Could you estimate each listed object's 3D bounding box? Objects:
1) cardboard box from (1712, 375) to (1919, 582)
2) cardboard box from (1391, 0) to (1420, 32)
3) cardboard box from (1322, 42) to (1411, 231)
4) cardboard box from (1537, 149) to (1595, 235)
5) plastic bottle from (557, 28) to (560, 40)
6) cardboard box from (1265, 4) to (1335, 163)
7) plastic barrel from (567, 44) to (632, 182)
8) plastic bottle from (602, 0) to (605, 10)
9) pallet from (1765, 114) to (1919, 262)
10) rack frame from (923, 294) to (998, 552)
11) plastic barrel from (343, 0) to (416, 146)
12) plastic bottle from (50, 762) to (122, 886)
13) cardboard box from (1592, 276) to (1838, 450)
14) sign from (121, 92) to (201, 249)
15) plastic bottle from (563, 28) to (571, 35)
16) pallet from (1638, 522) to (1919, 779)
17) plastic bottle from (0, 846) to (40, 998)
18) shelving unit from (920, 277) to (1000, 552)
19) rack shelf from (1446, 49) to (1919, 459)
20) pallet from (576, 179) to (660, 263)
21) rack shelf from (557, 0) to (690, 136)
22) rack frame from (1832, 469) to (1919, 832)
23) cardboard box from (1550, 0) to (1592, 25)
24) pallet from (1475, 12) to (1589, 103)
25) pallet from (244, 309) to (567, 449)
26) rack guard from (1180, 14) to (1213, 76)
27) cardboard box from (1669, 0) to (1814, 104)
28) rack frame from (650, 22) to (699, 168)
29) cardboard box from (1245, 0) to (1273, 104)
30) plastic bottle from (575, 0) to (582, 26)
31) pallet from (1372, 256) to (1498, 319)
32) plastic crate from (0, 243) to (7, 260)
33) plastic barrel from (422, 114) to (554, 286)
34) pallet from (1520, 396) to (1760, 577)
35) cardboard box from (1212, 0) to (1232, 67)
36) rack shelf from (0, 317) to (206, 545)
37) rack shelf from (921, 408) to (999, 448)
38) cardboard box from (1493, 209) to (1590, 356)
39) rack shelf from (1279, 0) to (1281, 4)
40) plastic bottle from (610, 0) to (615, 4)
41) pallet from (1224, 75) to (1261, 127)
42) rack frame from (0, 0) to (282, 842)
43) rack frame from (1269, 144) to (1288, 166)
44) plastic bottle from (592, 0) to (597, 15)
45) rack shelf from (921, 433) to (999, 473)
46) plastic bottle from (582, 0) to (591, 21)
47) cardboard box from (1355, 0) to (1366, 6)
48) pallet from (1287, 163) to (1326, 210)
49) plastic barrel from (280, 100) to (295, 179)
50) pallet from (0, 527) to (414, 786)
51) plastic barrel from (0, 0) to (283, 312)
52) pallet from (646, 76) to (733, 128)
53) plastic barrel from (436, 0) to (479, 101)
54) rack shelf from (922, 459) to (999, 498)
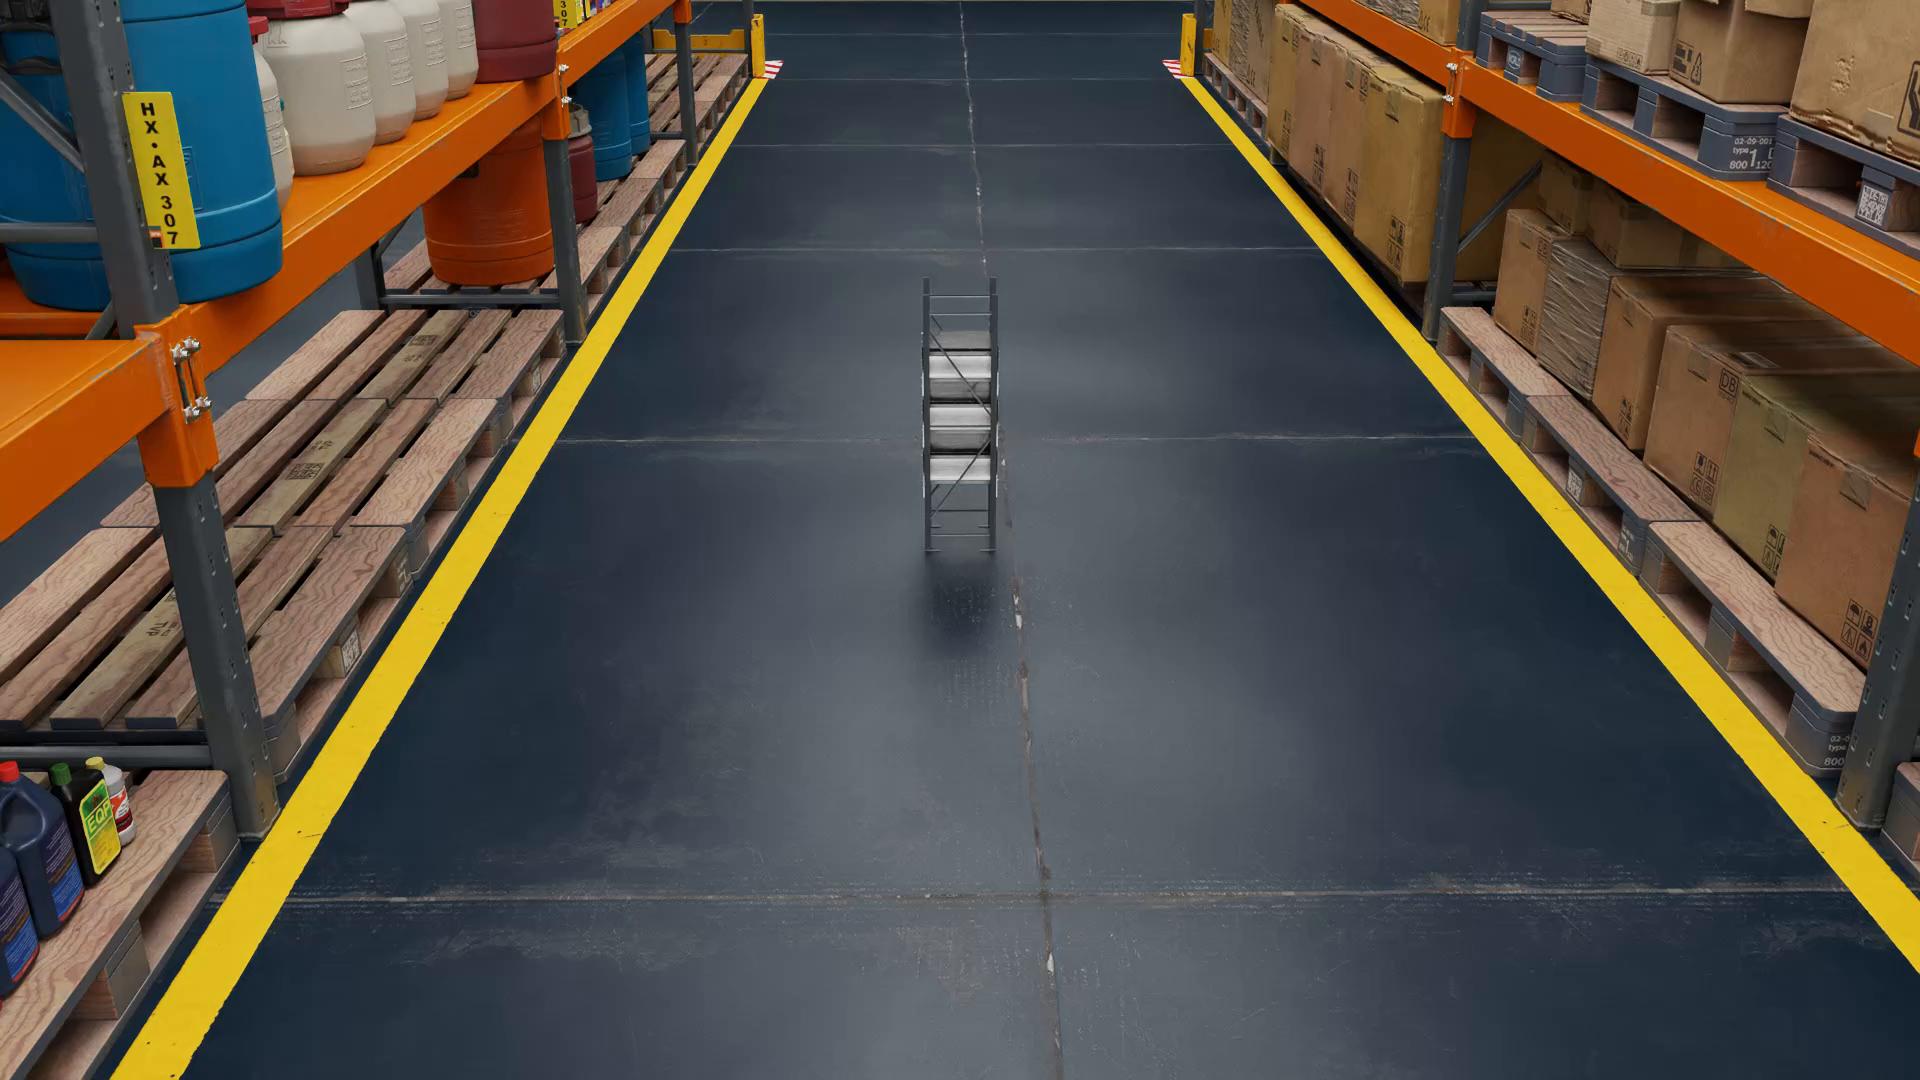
[{"bbox_3d":[2.762,-0.179,5.005,0.700,0.500,0.500,0,24,-1],"label":"cardboard box"},{"bbox_3d":[2.437,-2.769,8.112,0.500,0.500,0.500,0,24,-1],"label":"cardboard box"},{"bbox_3d":[2.701,-2.191,9.023,1.225,0.875,0.875,0,24,0],"label":"cardboard box"},{"bbox_3d":[2.727,-1.443,6.891,0.500,0.250,0.500,1,24,2],"label":"cardboard box"},{"bbox_3d":[-1.918,-2.463,7.712,0.097,0.271,0.097,0,24,0],"label":"plastic bottle"},{"bbox_3d":[2.674,-2.924,10.644,1.225,0.875,0.875,0,24,0],"label":"cardboard box"},{"bbox_3d":[-2.310,-2.661,10.031,0.600,0.901,0.708,0,24,-1],"label":"plastic barrel"},{"bbox_3d":[-1.930,-2.939,8.764,0.097,0.271,0.097,0,24,0],"label":"plastic bottle"},{"bbox_3d":[2.871,-0.896,4.324,1.003,0.211,1.213,0,24,-1],"label":"pallet"},{"bbox_3d":[0.001,-0.371,5.479,0.240,0.900,0.006,0,24,-1],"label":"rack frame"},{"bbox_3d":[-2.023,-1.583,5.446,0.433,0.535,0.433,0,24,0],"label":"plastic barrel"},{"bbox_3d":[-1.884,0.588,3.571,0.061,0.283,0.133,1,24,2],"label":"plastic bottle"},{"bbox_3d":[2.749,-0.640,6.024,0.700,0.500,0.500,2,24,4],"label":"cardboard box"},{"bbox_3d":[-1.669,-0.770,3.476,0.100,0.325,0.005,0,24,-1],"label":"sign"},{"bbox_3d":[-1.902,-2.556,7.903,0.061,0.283,0.133,0,24,-1],"label":"plastic bottle"},{"bbox_3d":[2.724,0.282,4.871,1.003,0.211,1.213,0,24,-1],"label":"pallet"},{"bbox_3d":[-1.922,0.704,3.234,0.144,0.351,0.185,-1,24,-3],"label":"plastic bottle"},{"bbox_3d":[0.000,-0.413,5.572,0.258,0.900,0.210,0,24,-1],"label":"shelving unit"},{"bbox_3d":[2.712,-1.164,5.557,1.077,0.370,4.000,0,24,-1],"label":"rack shelf"},{"bbox_3d":[-2.323,-1.849,9.583,1.003,0.211,1.213,0,24,-1],"label":"pallet"},{"bbox_3d":[-2.284,-2.790,9.152,1.077,0.370,4.000,0,24,-1],"label":"rack shelf"},{"bbox_3d":[2.734,-0.668,3.587,1.000,3.000,0.127,0,24,-1],"label":"rack frame"},{"bbox_3d":[2.736,-2.331,6.632,0.500,0.500,0.500,-3,25,-7],"label":"cardboard box"},{"bbox_3d":[2.804,-1.936,6.622,1.213,0.211,1.003,0,24,-1],"label":"pallet"},{"bbox_3d":[-2.293,-0.704,7.050,1.003,0.211,1.213,0,24,-1],"label":"pallet"},{"bbox_3d":[2.603,-4.484,15.057,1.175,0.500,0.348,0,24,-1],"label":"rack guard"},{"bbox_3d":[2.622,-1.620,5.057,0.797,0.503,0.637,2,24,5],"label":"cardboard box"},{"bbox_3d":[-2.306,-3.942,10.826,1.000,3.000,0.127,0,24,-1],"label":"rack frame"},{"bbox_3d":[2.709,-3.831,12.649,0.875,0.875,0.875,0,24,-1],"label":"cardboard box"},{"bbox_3d":[-1.905,-2.667,8.147,0.061,0.283,0.133,0,24,-1],"label":"plastic bottle"},{"bbox_3d":[2.757,-1.371,8.525,1.003,0.211,1.213,0,24,-1],"label":"pallet"},{"bbox_3d":[-2.530,-0.873,3.962,0.402,0.464,0.583,0,24,-1],"label":"plastic crate"},{"bbox_3d":[-2.285,-1.698,7.988,0.600,0.830,0.708,0,24,-1],"label":"plastic barrel"},{"bbox_3d":[2.708,-0.222,5.985,1.003,0.211,1.213,0,24,-1],"label":"pallet"},{"bbox_3d":[2.690,-4.573,14.289,0.875,0.875,0.875,0,24,-1],"label":"cardboard box"},{"bbox_3d":[-2.197,0.506,1.863,1.077,0.370,4.000,0,24,-1],"label":"rack shelf"},{"bbox_3d":[0.000,-0.383,5.586,0.258,0.077,0.200,0,24,-1],"label":"rack shelf"},{"bbox_3d":[2.717,-1.102,7.045,0.700,0.500,0.500,-2,24,-3],"label":"cardboard box"},{"bbox_3d":[2.625,-4.461,12.846,1.077,0.370,4.000,0,24,-1],"label":"rack shelf"},{"bbox_3d":[-1.957,-3.088,8.999,0.144,0.351,0.185,0,24,-1],"label":"plastic bottle"},{"bbox_3d":[2.700,-3.511,13.258,1.003,0.211,1.213,0,24,-1],"label":"pallet"},{"bbox_3d":[-2.219,-0.646,3.537,1.000,3.000,0.127,0,24,-1],"label":"rack frame"},{"bbox_3d":[2.647,-3.964,10.875,1.000,3.000,0.127,0,24,-1],"label":"rack frame"},{"bbox_3d":[-1.928,-2.844,8.554,0.097,0.271,0.097,0,24,0],"label":"plastic bottle"},{"bbox_3d":[0.000,-0.301,5.623,0.258,0.077,0.200,0,24,-1],"label":"rack shelf"},{"bbox_3d":[-1.907,-2.762,8.358,0.061,0.283,0.133,0,24,-1],"label":"plastic bottle"},{"bbox_3d":[2.424,-3.193,9.049,0.500,0.500,0.500,0,24,0],"label":"cardboard box"},{"bbox_3d":[2.730,-2.376,10.748,1.003,0.211,1.213,0,24,-1],"label":"pallet"},{"bbox_3d":[-2.080,-1.129,4.773,0.301,0.262,0.301,0,24,0],"label":"plastic barrel"},{"bbox_3d":[-2.266,0.302,4.827,1.003,0.211,1.213,0,24,-1],"label":"pallet"},{"bbox_3d":[-1.920,-1.035,3.789,0.600,0.901,0.708,0,24,-1],"label":"plastic barrel"},{"bbox_3d":[-2.369,-3.478,13.185,1.003,0.211,1.213,0,24,-1],"label":"pallet"},{"bbox_3d":[-2.038,-1.922,6.224,0.421,0.512,0.421,0,24,0],"label":"plastic barrel"},{"bbox_3d":[0.000,-0.219,5.660,0.258,0.077,0.200,0,24,-1],"label":"rack shelf"}]
